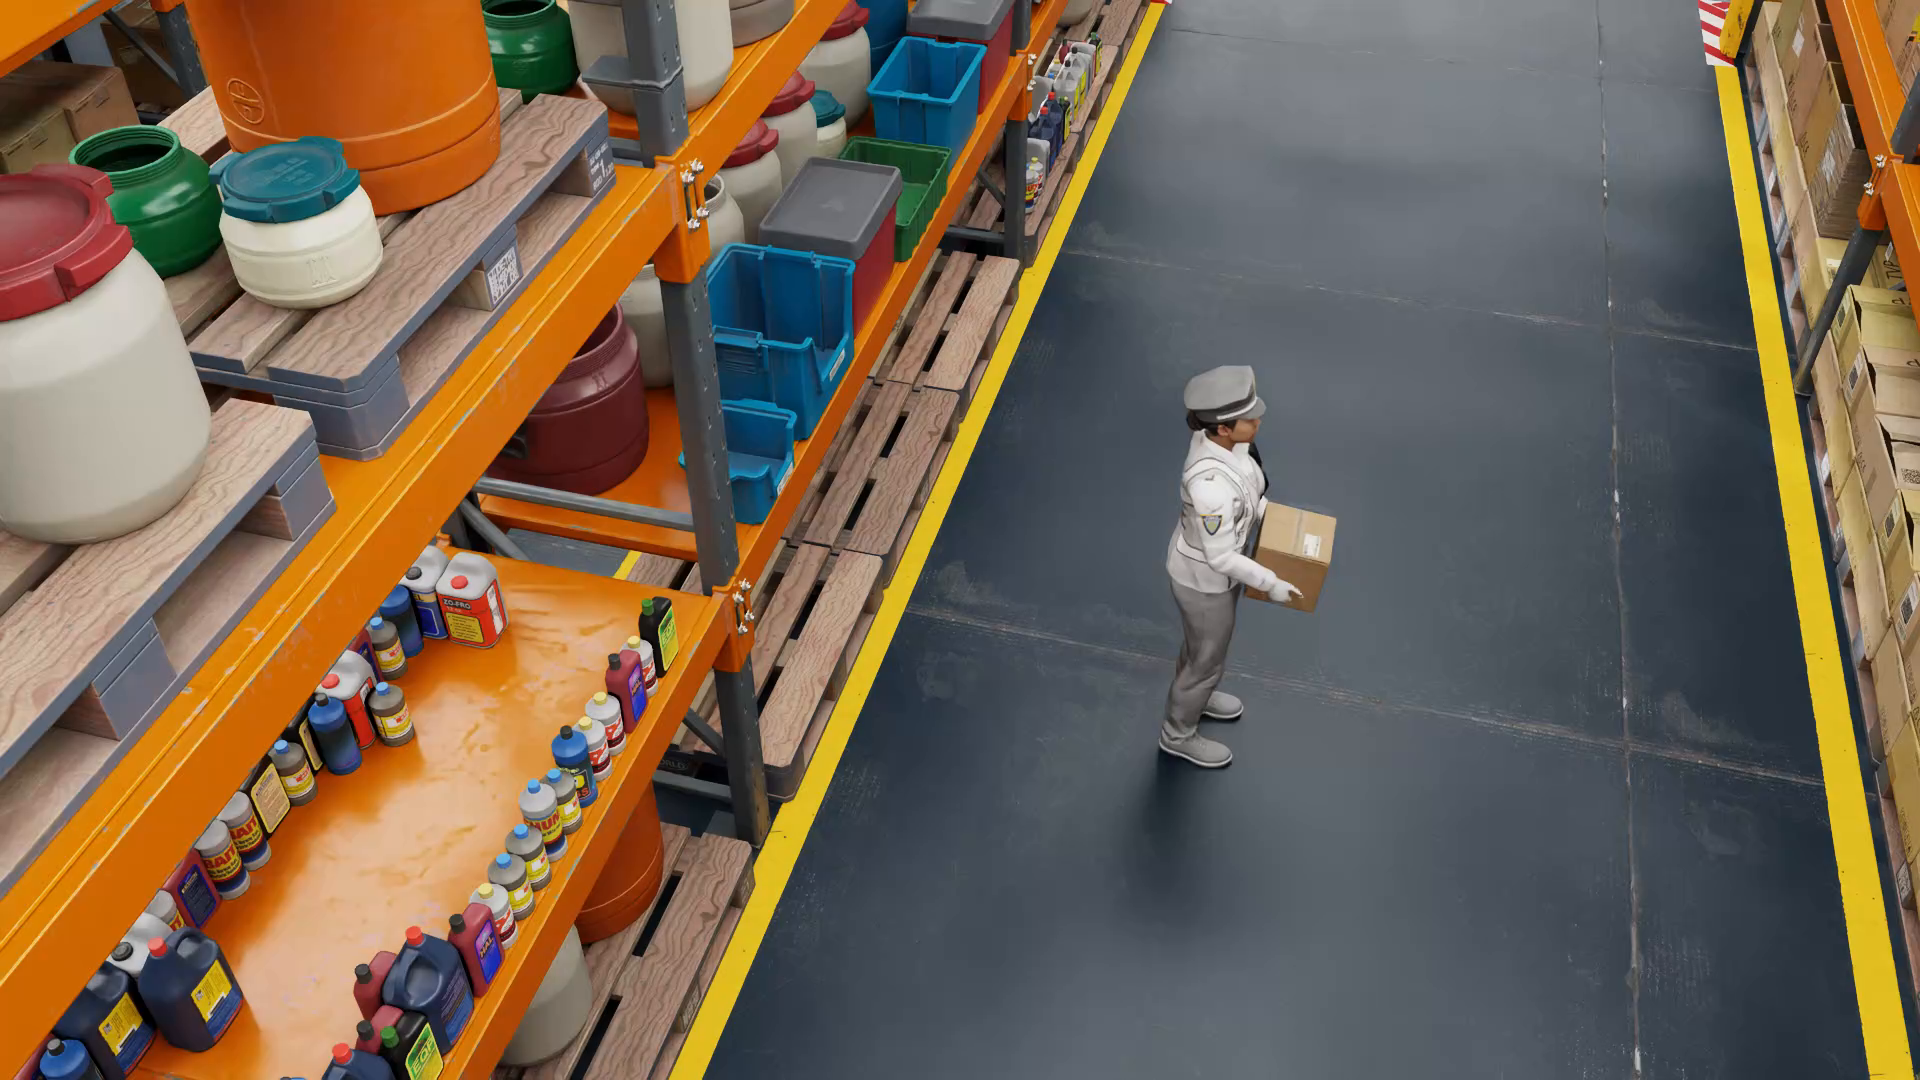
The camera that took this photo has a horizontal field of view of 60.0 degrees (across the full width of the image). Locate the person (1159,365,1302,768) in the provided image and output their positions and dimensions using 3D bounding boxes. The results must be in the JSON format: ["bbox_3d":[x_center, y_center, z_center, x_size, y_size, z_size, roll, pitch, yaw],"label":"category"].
[{"bbox_3d":[0.989,0.111,6.007,0.504,1.692,0.485,10,42,11],"label":"person"}]
